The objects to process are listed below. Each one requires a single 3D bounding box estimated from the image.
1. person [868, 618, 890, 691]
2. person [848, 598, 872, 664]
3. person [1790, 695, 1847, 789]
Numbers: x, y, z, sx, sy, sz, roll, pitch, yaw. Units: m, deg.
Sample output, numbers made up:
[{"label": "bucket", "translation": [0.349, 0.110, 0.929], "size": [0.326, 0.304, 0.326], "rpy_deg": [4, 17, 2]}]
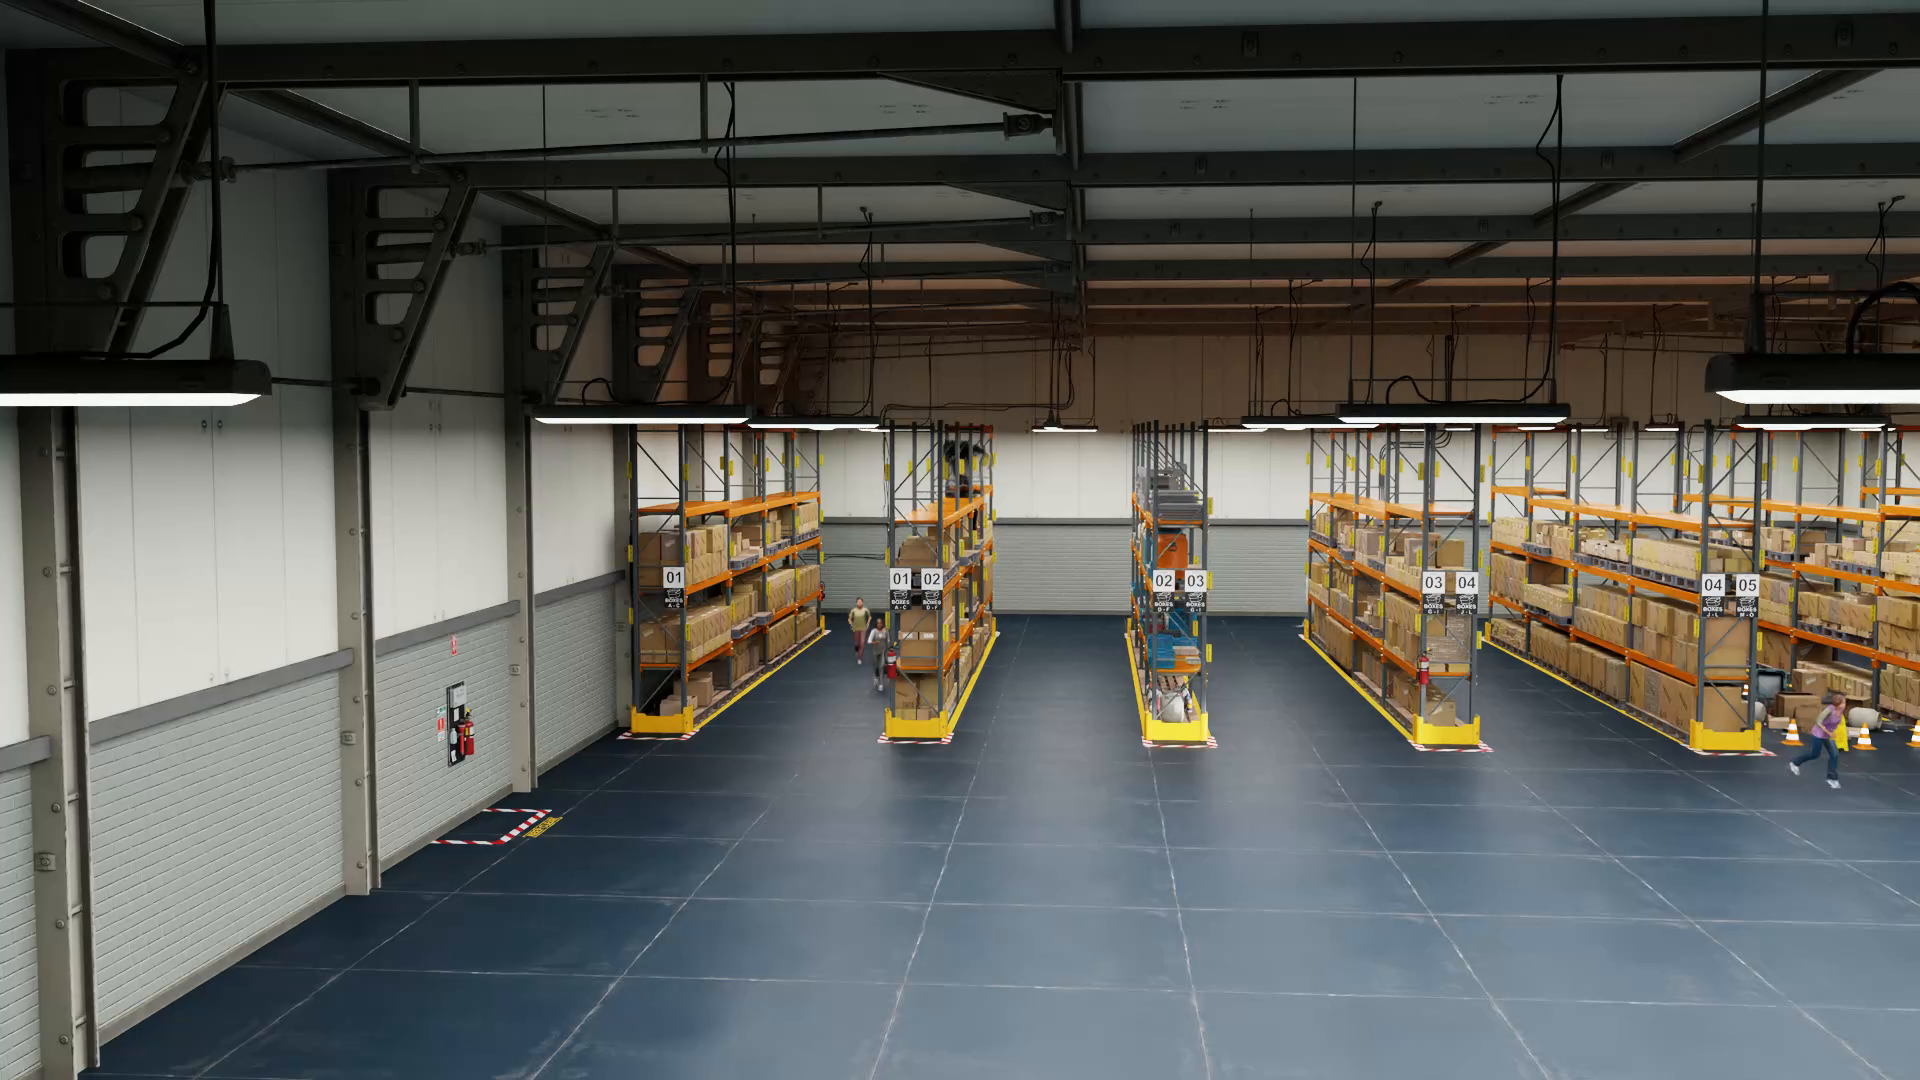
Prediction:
[{"label": "person", "translation": [-1.805, 2.542, 37.305], "size": [0.537, 1.586, 0.881], "rpy_deg": [0, 4, -5]}, {"label": "person", "translation": [-2.516, 2.271, 41.848], "size": [0.591, 1.649, 0.711], "rpy_deg": [0, 4, -4]}, {"label": "person", "translation": [14.063, 3.254, 27.257], "size": [0.572, 1.547, 0.916], "rpy_deg": [-2, 4, -34]}]
